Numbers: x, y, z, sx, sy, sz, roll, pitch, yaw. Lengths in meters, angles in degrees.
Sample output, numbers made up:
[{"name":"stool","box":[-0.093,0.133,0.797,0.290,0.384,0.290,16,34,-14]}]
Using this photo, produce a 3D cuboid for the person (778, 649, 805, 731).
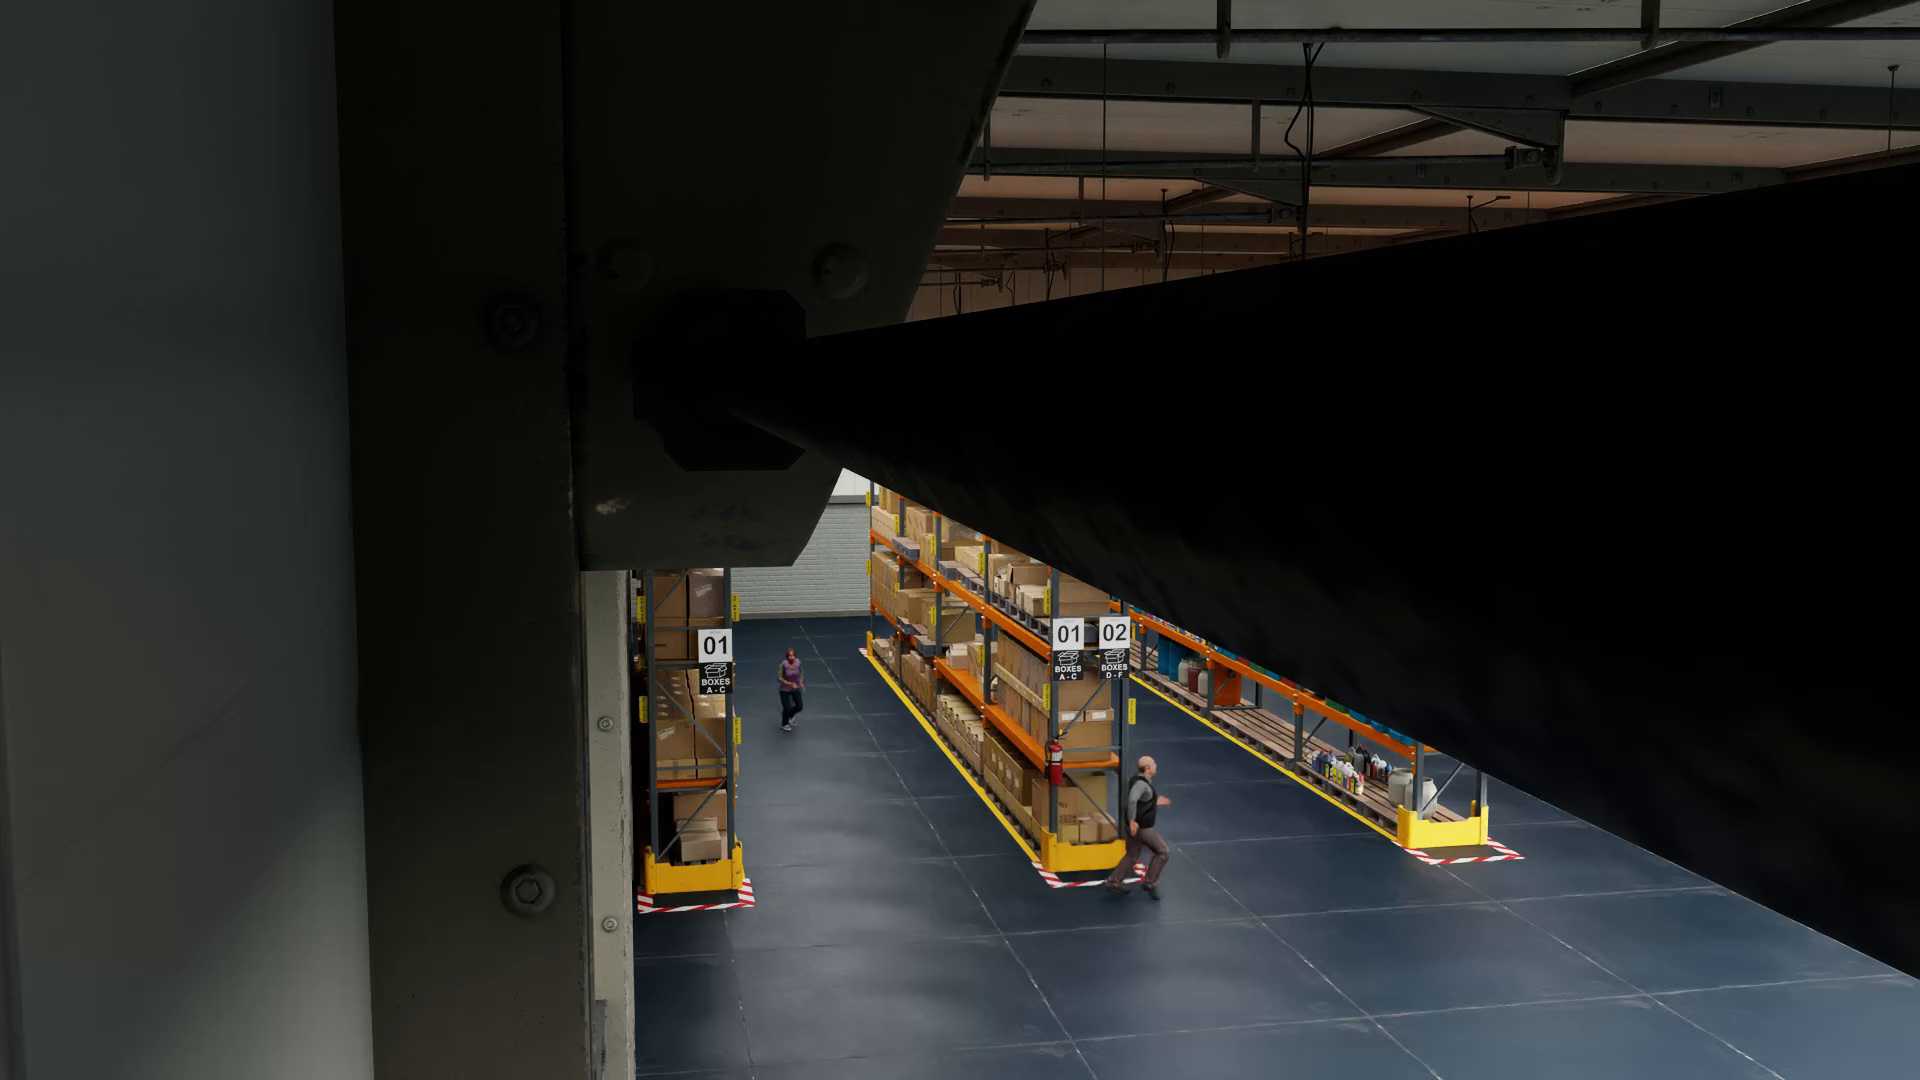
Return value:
[{"name":"person","box":[-2.909,2.595,28.736,0.535,1.495,0.748,-3,7,-27]}]

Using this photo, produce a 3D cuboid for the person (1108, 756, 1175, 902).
[{"name":"person","box":[2.172,3.434,19.777,0.815,1.755,0.689,0,6,-4]}]
